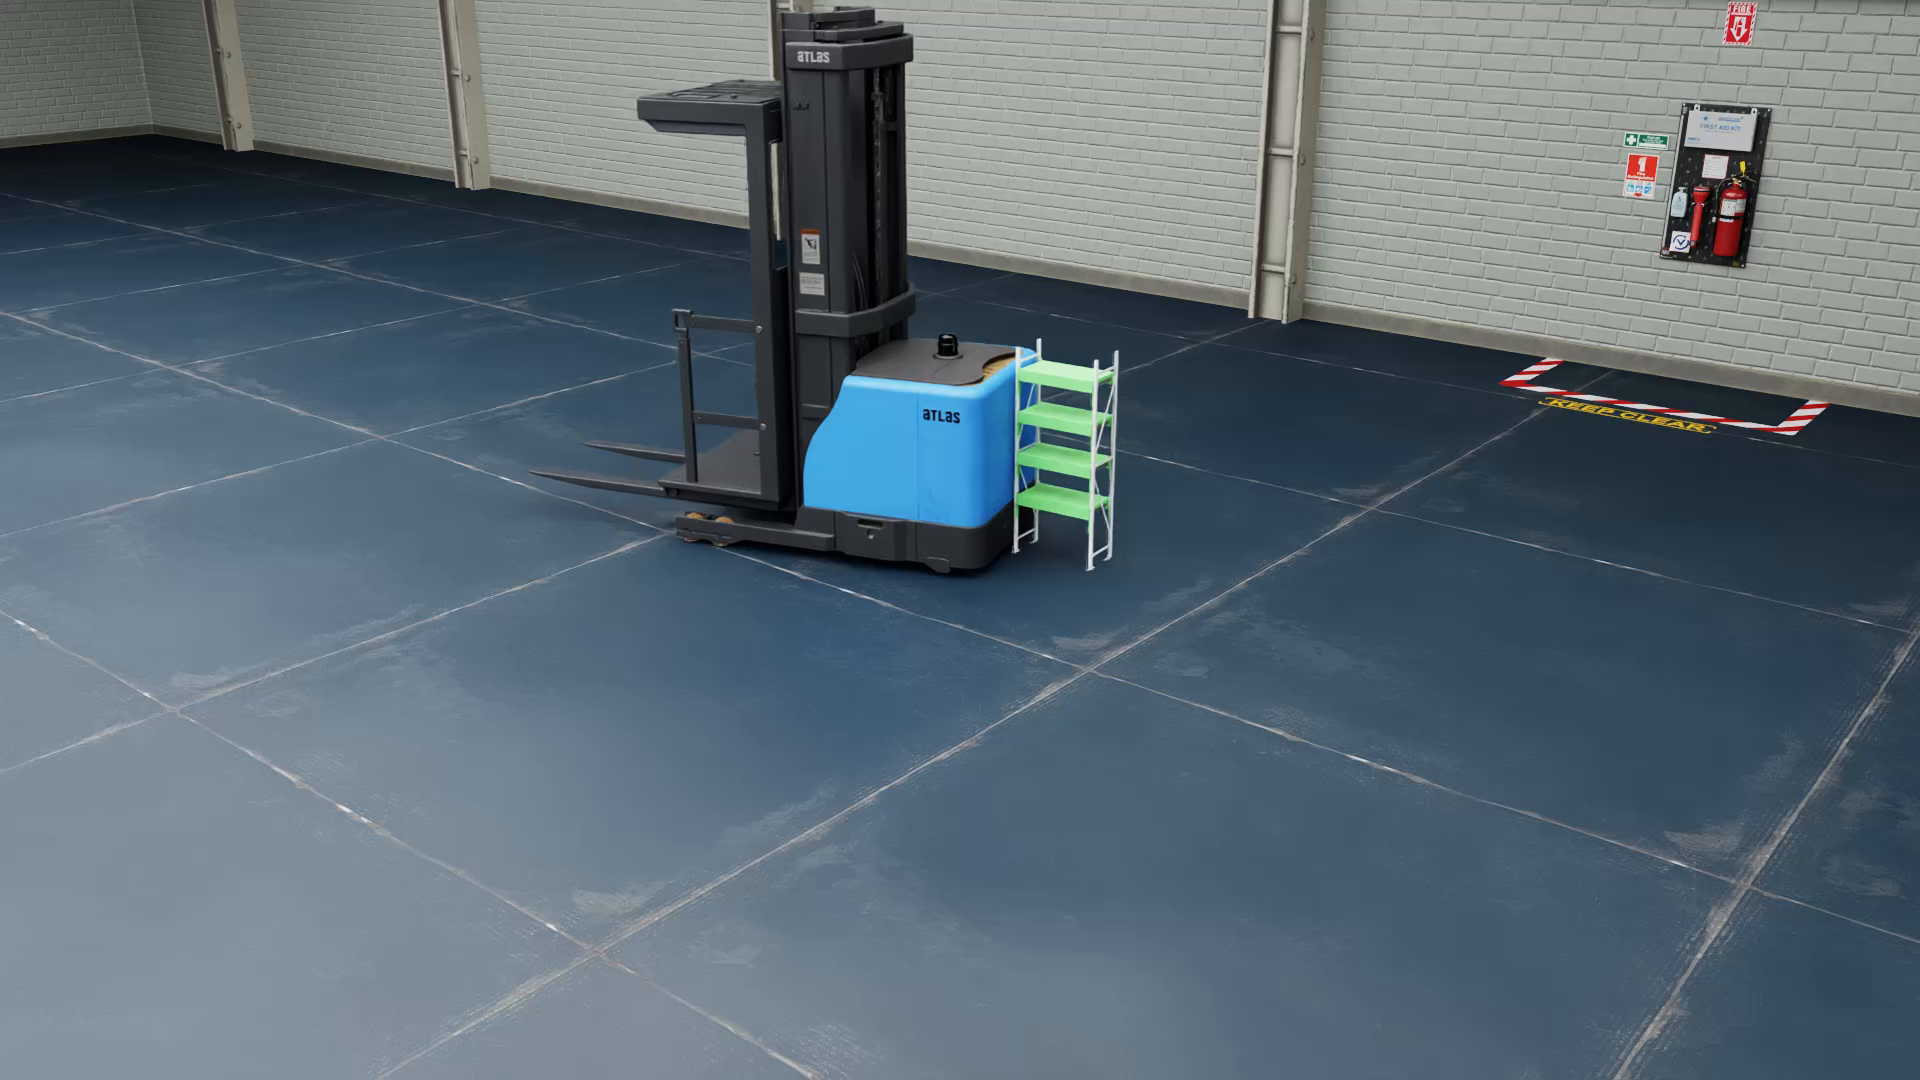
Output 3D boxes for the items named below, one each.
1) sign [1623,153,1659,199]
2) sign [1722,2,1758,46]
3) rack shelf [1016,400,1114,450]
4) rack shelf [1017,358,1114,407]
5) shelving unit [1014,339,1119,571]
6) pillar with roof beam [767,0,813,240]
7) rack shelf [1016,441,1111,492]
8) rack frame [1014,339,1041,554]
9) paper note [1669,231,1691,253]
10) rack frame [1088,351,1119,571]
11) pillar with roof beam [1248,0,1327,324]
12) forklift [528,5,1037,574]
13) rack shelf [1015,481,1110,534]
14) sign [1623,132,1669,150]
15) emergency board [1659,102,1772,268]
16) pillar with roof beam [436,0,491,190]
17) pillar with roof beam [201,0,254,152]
[{"bbox_3d":[5.238,-2.801,12.794,0.234,0.329,0.001,16,26,36],"label":"sign"},{"bbox_3d":[5.658,-3.746,12.066,0.199,0.298,0.001,16,26,36],"label":"sign"},{"bbox_3d":[0.581,-0.636,9.156,0.480,0.148,0.258,13,24,32],"label":"rack shelf"},{"bbox_3d":[0.581,-0.861,9.071,0.480,0.148,0.258,13,24,32],"label":"rack shelf"},{"bbox_3d":[0.581,-0.472,9.218,0.503,1.200,0.258,13,24,32],"label":"shelving unit"},{"bbox_3d":[-4.527,-6.378,13.829,0.400,9.000,9.100,16,26,36],"label":"pillar with roof beam"},{"bbox_3d":[0.581,-0.412,9.241,0.480,0.148,0.258,13,24,32],"label":"rack shelf"},{"bbox_3d":[0.379,-0.520,9.346,0.015,1.200,0.240,13,24,32],"label":"rack frame"},{"bbox_3d":[5.508,-2.279,12.708,0.142,0.148,0.016,16,26,36],"label":"paper note"},{"bbox_3d":[0.783,-0.423,9.090,0.015,1.200,0.240,13,24,32],"label":"rack frame"},{"bbox_3d":[0.121,-5.040,10.279,0.400,9.000,9.100,16,26,36],"label":"pillar with roof beam"},{"bbox_3d":[-1.108,-1.498,9.488,3.031,2.935,1.130,8,22,20],"label":"forklift"},{"bbox_3d":[0.581,-0.187,9.326,0.480,0.148,0.258,13,24,32],"label":"rack shelf"},{"bbox_3d":[5.236,-3.045,12.691,0.331,0.109,0.001,16,26,36],"label":"sign"},{"bbox_3d":[5.601,-2.633,12.398,0.643,1.169,0.194,16,26,36],"label":"emergency board"},{"bbox_3d":[-9.175,-7.717,17.378,0.400,9.000,9.100,16,26,36],"label":"pillar with roof beam"},{"bbox_3d":[-13.824,-9.055,20.928,0.400,9.000,9.100,16,26,36],"label":"pillar with roof beam"}]
